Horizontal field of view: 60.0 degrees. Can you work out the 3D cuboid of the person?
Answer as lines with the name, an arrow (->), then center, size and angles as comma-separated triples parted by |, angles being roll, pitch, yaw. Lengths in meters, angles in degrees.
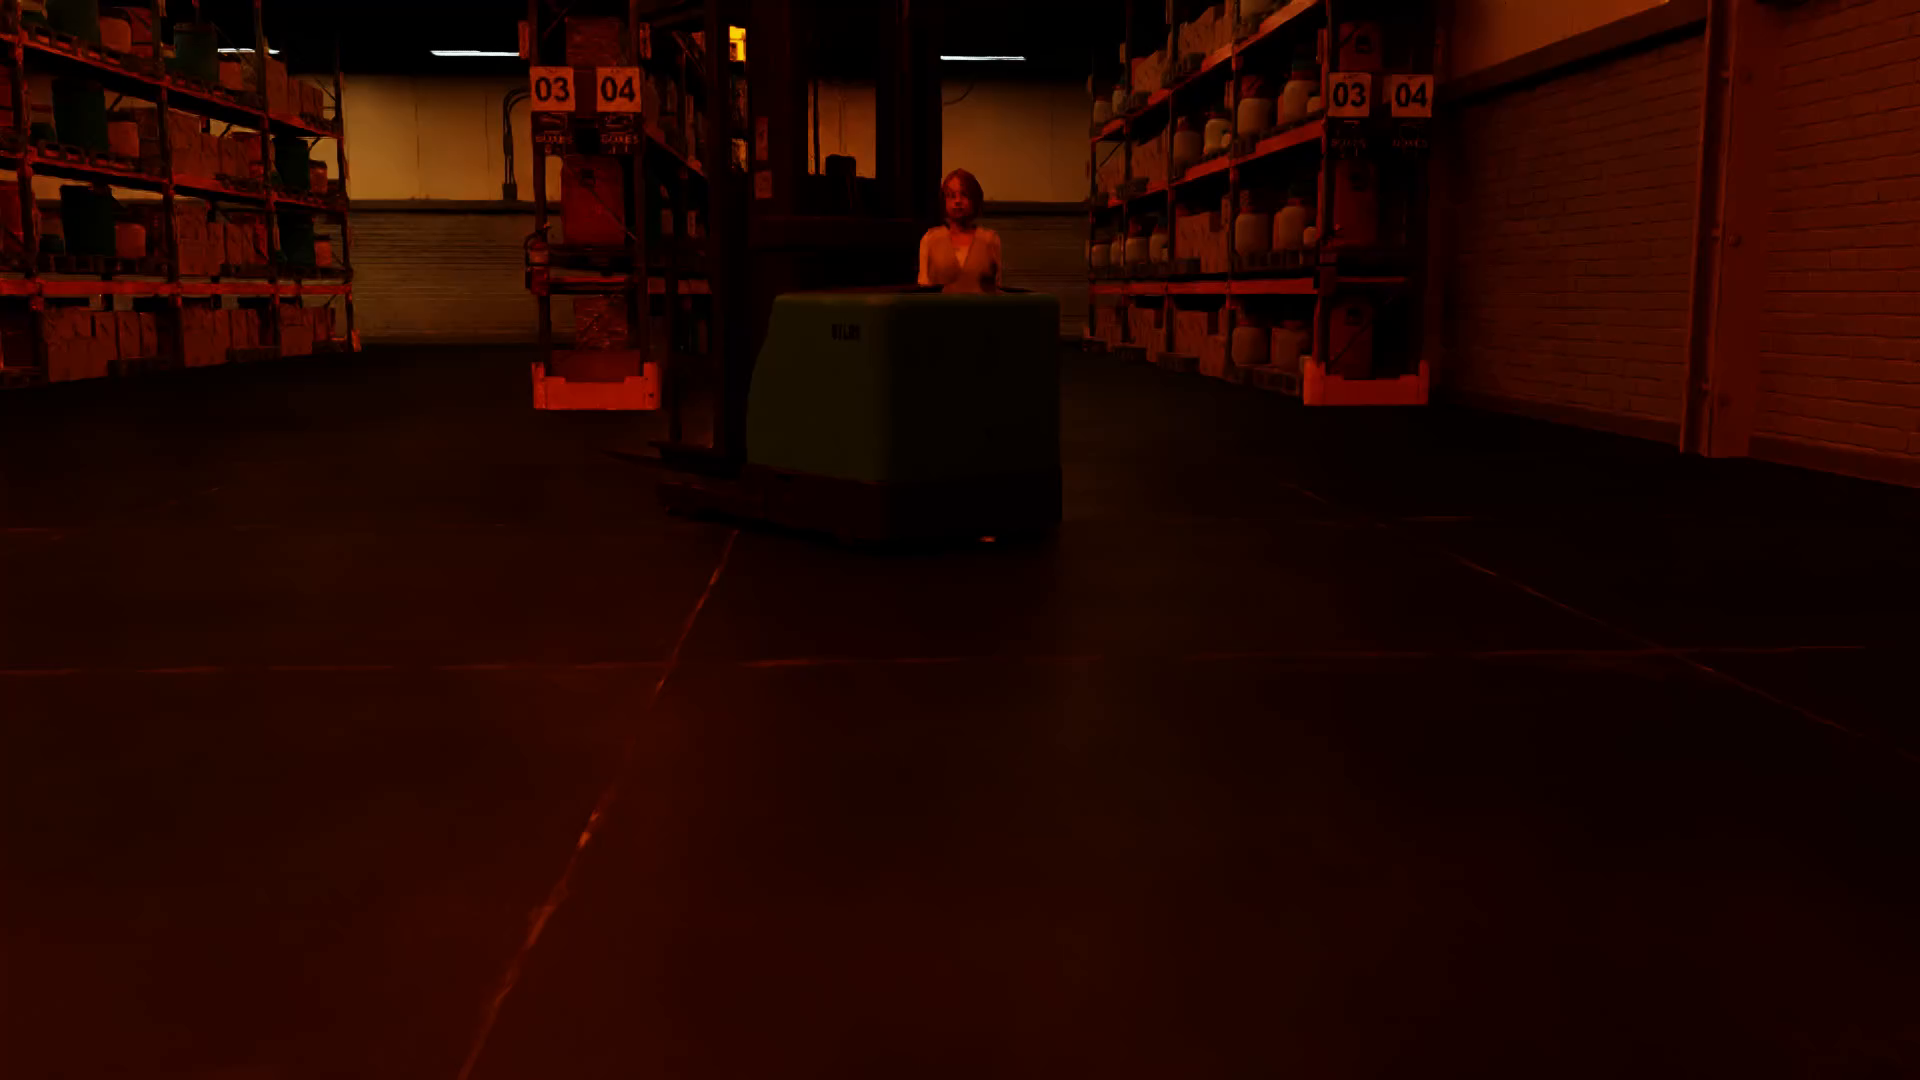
person -> 0.003, -0.782, 7.137 | 0.407, 1.601, 0.398 | -1, 8, -4

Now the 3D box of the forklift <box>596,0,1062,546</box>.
forklift -> -0.840, -1.594, 8.064 | 1.130, 2.935, 3.031 | -6, 11, -37
